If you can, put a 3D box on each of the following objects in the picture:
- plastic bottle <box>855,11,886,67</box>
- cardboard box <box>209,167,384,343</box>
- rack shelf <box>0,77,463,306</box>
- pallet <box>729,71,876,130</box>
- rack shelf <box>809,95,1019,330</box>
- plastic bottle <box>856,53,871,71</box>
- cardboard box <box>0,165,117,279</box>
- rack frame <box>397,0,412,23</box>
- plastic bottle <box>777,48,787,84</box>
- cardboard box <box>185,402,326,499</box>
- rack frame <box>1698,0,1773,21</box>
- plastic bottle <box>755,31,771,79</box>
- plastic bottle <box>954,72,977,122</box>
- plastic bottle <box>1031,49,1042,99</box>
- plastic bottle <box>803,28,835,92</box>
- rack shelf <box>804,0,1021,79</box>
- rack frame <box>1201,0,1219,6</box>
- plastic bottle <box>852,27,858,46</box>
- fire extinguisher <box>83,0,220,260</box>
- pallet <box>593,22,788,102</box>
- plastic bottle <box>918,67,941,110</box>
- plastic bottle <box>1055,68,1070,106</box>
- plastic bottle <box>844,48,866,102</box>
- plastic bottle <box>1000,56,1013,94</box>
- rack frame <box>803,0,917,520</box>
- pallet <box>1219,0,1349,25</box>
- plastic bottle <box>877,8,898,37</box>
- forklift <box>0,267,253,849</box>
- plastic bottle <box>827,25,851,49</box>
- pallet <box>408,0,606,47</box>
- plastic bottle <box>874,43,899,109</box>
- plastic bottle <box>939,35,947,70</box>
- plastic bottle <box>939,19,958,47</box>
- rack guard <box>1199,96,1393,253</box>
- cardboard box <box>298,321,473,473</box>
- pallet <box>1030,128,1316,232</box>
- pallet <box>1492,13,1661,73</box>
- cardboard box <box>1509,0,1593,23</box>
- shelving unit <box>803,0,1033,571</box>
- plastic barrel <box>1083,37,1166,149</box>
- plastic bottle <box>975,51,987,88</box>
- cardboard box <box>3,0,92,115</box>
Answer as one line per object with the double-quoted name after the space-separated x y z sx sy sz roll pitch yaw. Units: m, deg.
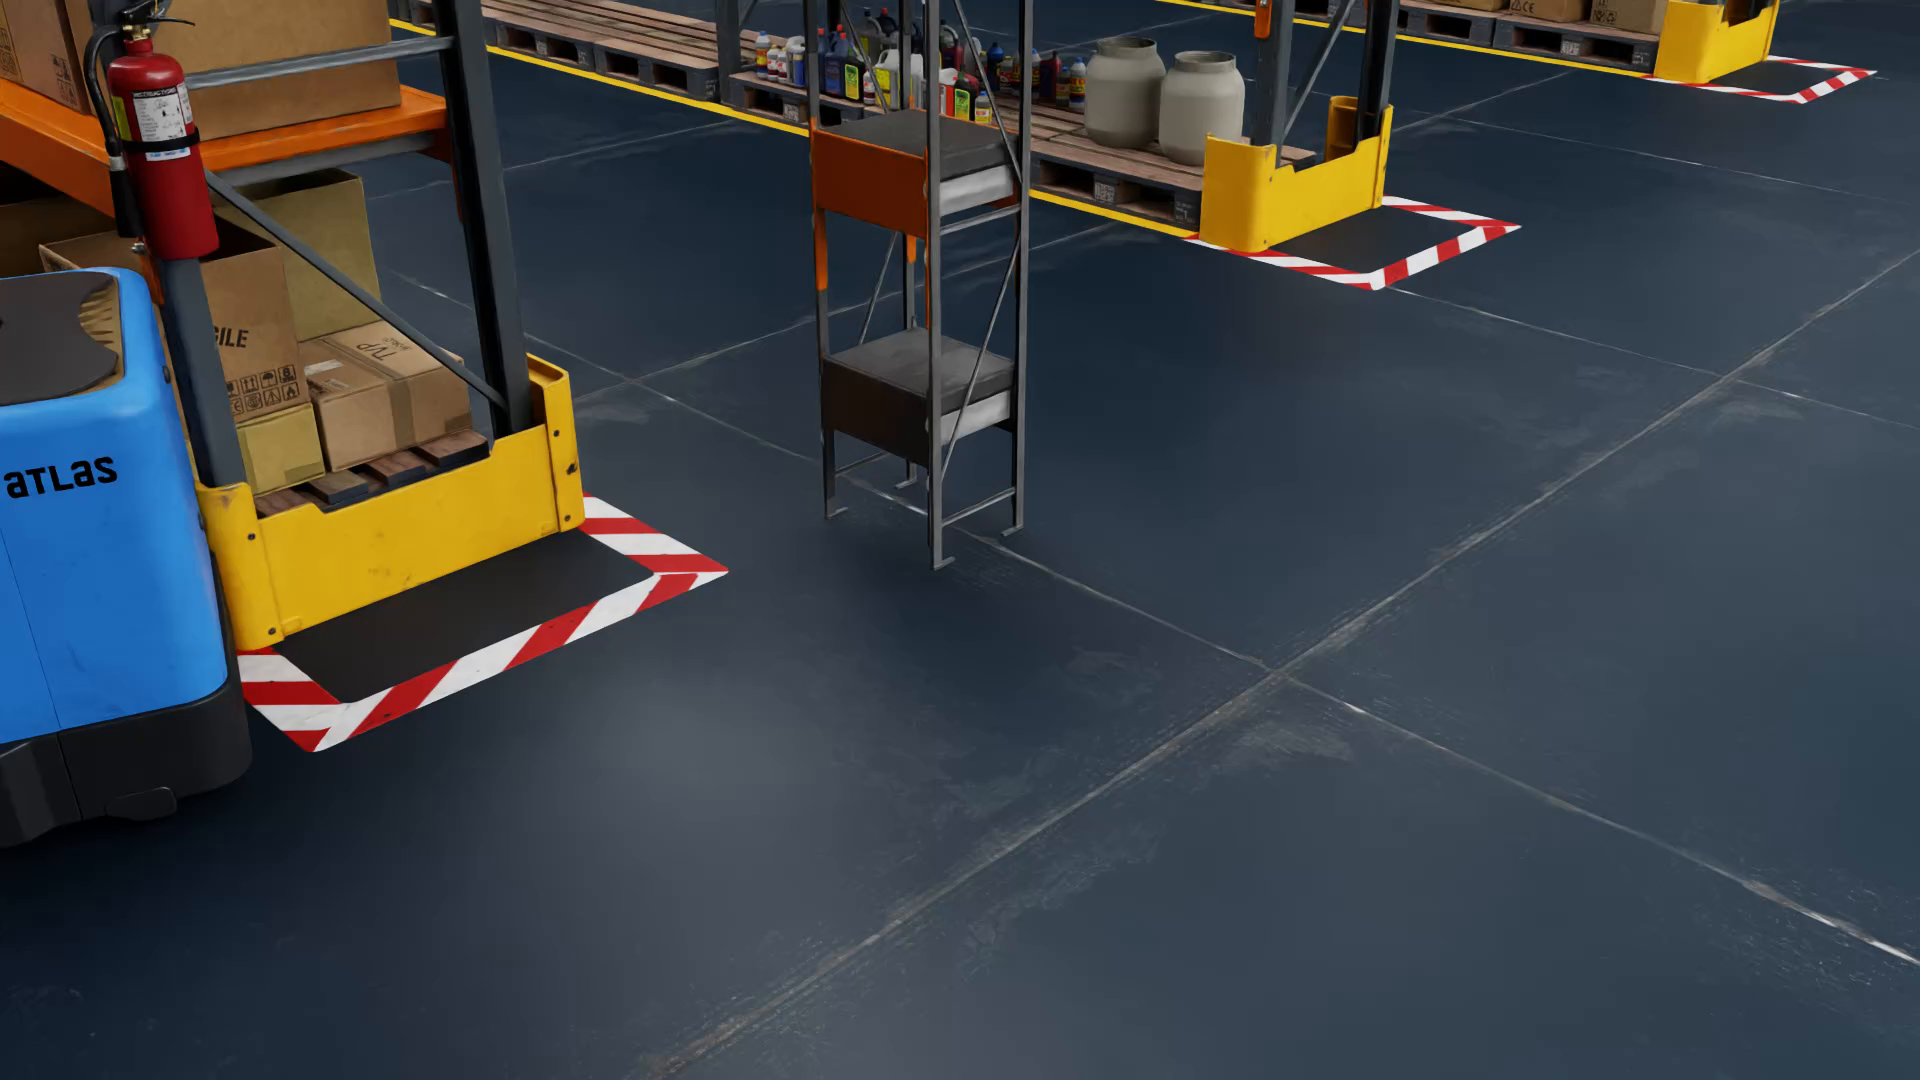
-0.550 -3.070 10.238 0.185 0.351 0.144 25 36 38 "plastic bottle"
-2.317 -0.974 5.577 0.500 0.500 0.500 25 36 38 "cardboard box"
-3.159 -1.596 5.835 4.000 0.370 1.077 25 36 38 "rack shelf"
-0.660 -2.742 10.239 1.213 0.211 1.003 25 36 38 "pallet"
-0.118 -0.971 4.870 0.480 0.518 0.431 25 36 38 "rack shelf"
-0.560 -2.698 9.618 0.097 0.271 0.097 0 28 0 "plastic bottle"
-3.048 -0.960 5.551 0.500 0.500 0.500 25 36 38 "cardboard box"
-3.962 -5.515 12.515 0.127 3.000 1.000 25 36 38 "rack frame"
-1.045 -2.850 9.981 0.097 0.201 0.097 0 28 0 "plastic bottle"
-2.323 -0.308 5.115 0.500 0.250 0.500 25 36 38 "cardboard box"
5.215 -4.548 10.677 0.127 3.000 1.000 25 36 38 "rack frame"
-1.190 -2.947 10.091 0.097 0.271 0.097 0 28 0 "plastic bottle"
0.029 -2.383 9.004 0.061 0.283 0.133 -24 36 -38 "plastic bottle"
0.424 -2.698 9.618 0.097 0.271 0.097 0 28 0 "plastic bottle"
-0.825 -2.831 9.784 0.144 0.351 0.185 -24 36 -38 "plastic bottle"
-0.118 -1.591 4.545 0.480 0.518 0.431 25 36 38 "rack shelf"
2.362 -5.853 13.159 0.127 3.000 1.000 25 36 38 "rack frame"
-0.633 -3.151 10.553 0.097 0.201 0.097 0 28 0 "plastic bottle"
-1.975 -1.035 4.078 0.183 0.674 0.296 25 36 38 "fire extinguisher"
-1.697 -3.219 11.144 1.213 0.211 1.003 25 36 38 "pallet"
-0.134 -2.484 9.205 0.135 0.276 0.152 23 36 37 "plastic bottle"
0.594 -2.589 9.485 0.097 0.201 0.097 0 28 0 "plastic bottle"
-0.602 -2.672 9.554 0.061 0.283 0.133 -23 36 -37 "plastic bottle"
0.282 -2.732 9.757 0.097 0.201 0.097 0 28 0 "plastic bottle"
-0.292 -1.063 5.015 0.015 2.100 0.400 25 36 38 "rack frame"
2.866 -4.412 13.413 1.213 0.211 1.003 25 36 38 "pallet"
-0.449 -3.117 10.329 0.185 0.351 0.144 23 36 37 "plastic bottle"
-3.285 -0.578 3.200 3.031 2.935 1.130 -12 30 -22 "forklift"
-0.724 -2.879 9.875 0.185 0.351 0.144 25 36 38 "plastic bottle"
-3.437 -4.015 12.659 1.213 0.211 1.003 25 36 38 "pallet"
-0.388 -2.630 9.403 0.185 0.351 0.144 24 36 38 "plastic bottle"
-0.135 -2.877 9.945 0.133 0.283 0.061 25 36 38 "plastic bottle"
-0.082 -2.949 10.010 0.185 0.351 0.144 24 36 38 "plastic bottle"
1.655 -1.807 8.150 0.348 0.500 1.175 25 36 38 "rack guard"
-1.960 -0.479 5.442 0.500 0.250 0.500 25 36 38 "cardboard box"
1.080 -1.946 8.724 1.213 0.211 1.003 25 36 38 "pallet"
4.606 -3.616 11.899 1.213 0.211 1.003 25 36 38 "pallet"
4.331 -4.021 11.908 0.500 0.500 0.500 -15 31 -27 "cardboard box"
-0.118 -0.983 4.864 0.503 2.100 0.431 25 36 38 "shelving unit"
0.862 -2.342 8.703 0.421 0.512 0.421 0 28 0 "plastic barrel"
0.135 -2.799 9.885 0.097 0.201 0.097 0 28 0 "plastic bottle"
-2.435 -1.632 5.024 0.700 0.500 0.500 -24 36 -38 "cardboard box"
